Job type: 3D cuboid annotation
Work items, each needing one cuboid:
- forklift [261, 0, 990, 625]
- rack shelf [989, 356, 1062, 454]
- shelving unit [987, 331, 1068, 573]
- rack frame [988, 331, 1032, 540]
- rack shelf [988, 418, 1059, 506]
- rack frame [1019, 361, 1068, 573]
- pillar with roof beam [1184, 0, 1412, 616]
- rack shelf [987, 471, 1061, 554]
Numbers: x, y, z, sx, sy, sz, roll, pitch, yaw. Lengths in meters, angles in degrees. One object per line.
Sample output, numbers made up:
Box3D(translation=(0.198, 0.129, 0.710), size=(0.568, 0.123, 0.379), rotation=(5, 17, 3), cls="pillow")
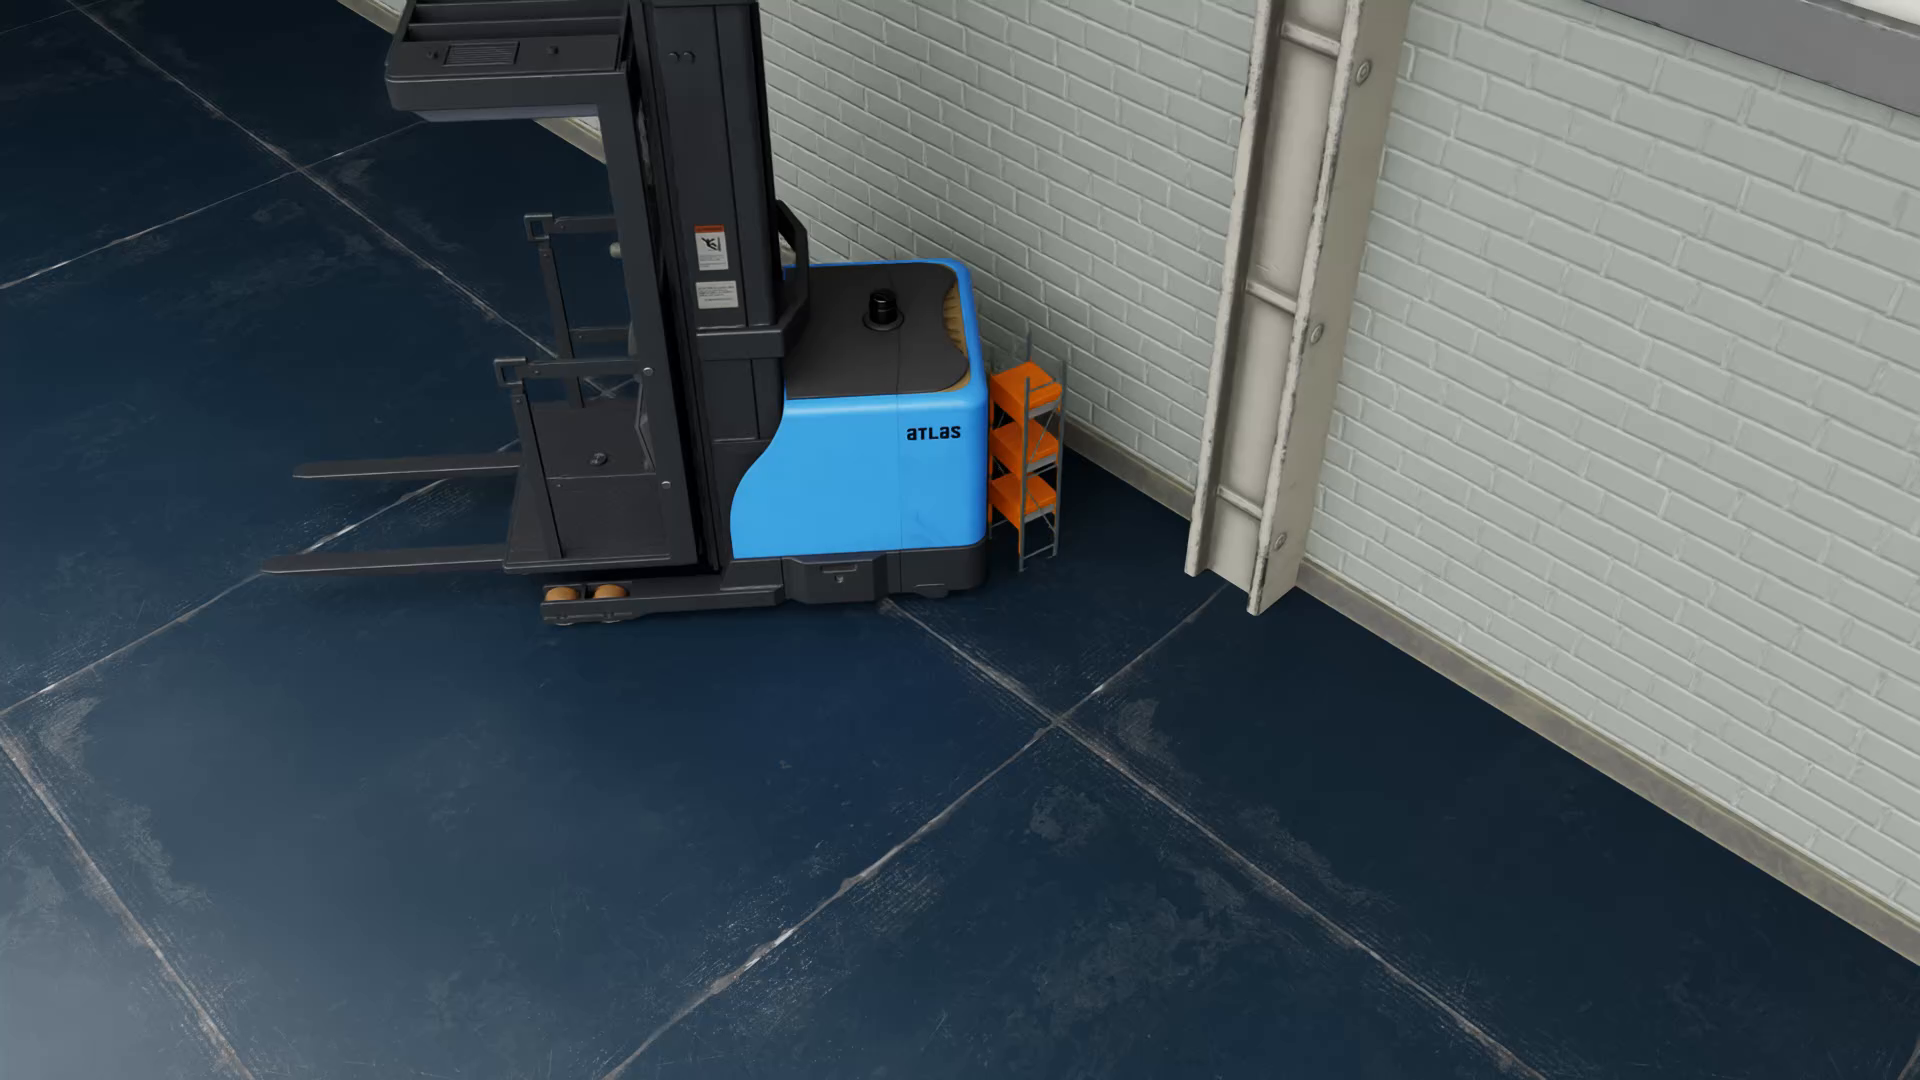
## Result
Box3D(translation=(-1.421, -1.093, 6.391), size=(3.031, 2.935, 1.130), rotation=(-3, 43, -3), cls="forklift")
Box3D(translation=(0.273, -0.552, 6.789), size=(0.215, 0.259, 0.240), rotation=(-24, 48, -24), cls="rack shelf")
Box3D(translation=(0.273, -0.352, 6.974), size=(0.215, 1.050, 0.252), rotation=(-24, 48, -24), cls="shelving unit")
Box3D(translation=(0.206, -0.421, 7.049), size=(0.200, 1.050, 0.008), rotation=(-24, 48, -24), cls="rack frame")
Box3D(translation=(0.273, -0.344, 6.982), size=(0.215, 0.259, 0.240), rotation=(-24, 48, -24), cls="rack shelf")
Box3D(translation=(0.341, -0.283, 6.900), size=(0.200, 1.050, 0.008), rotation=(-24, 48, -24), cls="rack frame")
Box3D(translation=(-1.829, -1.086, 1.912), size=(9.100, 9.000, 0.400), rotation=(-34, 53, -31), cls="pillar with roof beam")
Box3D(translation=(0.273, -0.140, 7.170), size=(0.215, 0.259, 0.240), rotation=(-24, 48, -24), cls="rack shelf")
